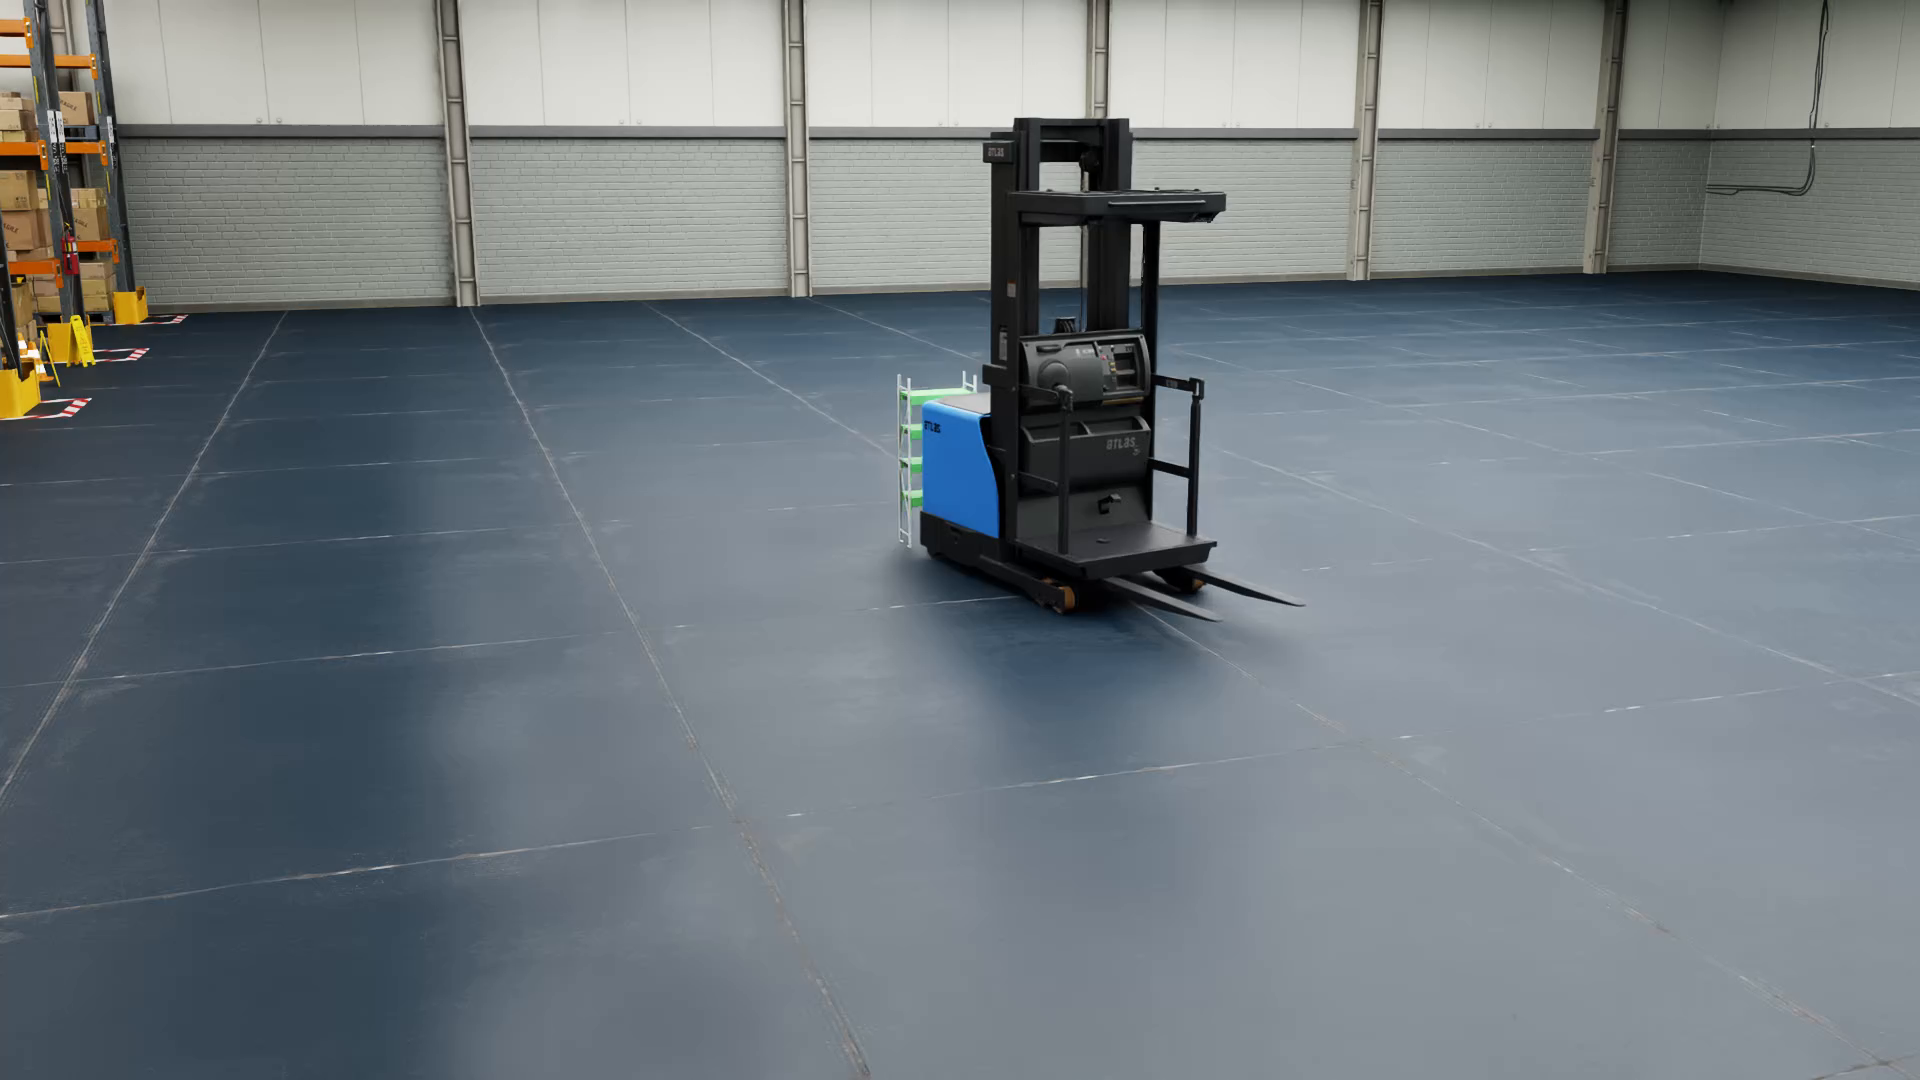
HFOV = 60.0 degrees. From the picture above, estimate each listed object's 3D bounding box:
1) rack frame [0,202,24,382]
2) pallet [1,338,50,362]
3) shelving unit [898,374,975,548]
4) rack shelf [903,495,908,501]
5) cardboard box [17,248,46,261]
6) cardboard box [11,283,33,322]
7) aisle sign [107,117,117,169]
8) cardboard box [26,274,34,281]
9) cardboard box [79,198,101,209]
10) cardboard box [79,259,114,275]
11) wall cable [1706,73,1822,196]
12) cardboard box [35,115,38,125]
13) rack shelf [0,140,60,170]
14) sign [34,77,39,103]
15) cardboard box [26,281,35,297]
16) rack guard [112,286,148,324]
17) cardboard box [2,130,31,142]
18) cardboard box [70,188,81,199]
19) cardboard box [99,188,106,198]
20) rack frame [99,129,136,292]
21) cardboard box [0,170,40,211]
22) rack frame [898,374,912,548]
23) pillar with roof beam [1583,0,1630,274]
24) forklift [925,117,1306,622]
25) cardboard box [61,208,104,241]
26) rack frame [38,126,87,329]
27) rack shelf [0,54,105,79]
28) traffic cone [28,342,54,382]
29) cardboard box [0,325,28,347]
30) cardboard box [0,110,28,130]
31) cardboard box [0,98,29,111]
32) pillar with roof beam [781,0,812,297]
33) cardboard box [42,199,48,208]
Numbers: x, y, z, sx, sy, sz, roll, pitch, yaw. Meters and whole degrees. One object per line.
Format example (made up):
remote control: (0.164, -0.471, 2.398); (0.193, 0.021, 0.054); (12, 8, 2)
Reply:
rack frame: (-10.171, -2.849, 17.478); (0.127, 3.000, 1.000); (-4, 14, -18)
pallet: (-12.699, -2.513, 22.090); (1.213, 0.211, 1.003); (-4, 14, -18)
shelving unit: (-0.167, -0.572, 11.793); (0.492, 1.200, 0.258); (-5, 14, -20)
rack shelf: (-0.162, -0.305, 11.859); (0.442, 0.029, 0.199); (-5, 14, -20)
cardboard box: (-12.132, -3.731, 21.727); (0.250, 0.149, 0.380); (-4, 14, -16)
cardboard box: (-12.721, -3.158, 22.190); (0.500, 0.500, 0.500); (-5, 14, -20)
aisle sign: (-13.276, -6.221, 26.035); (0.004, 0.787, 0.394); (-4, 14, -18)
cardboard box: (-14.727, -4.188, 25.980); (0.500, 0.250, 0.500); (-4, 14, -17)
cardboard box: (-13.672, -5.293, 26.134); (0.250, 0.149, 0.380); (-4, 14, -17)
cardboard box: (-13.948, -4.375, 26.766); (0.500, 0.250, 0.500); (-5, 14, -19)
wall cable: (17.267, -8.712, 35.870); (0.112, 2.526, 3.097); (-4, 14, -18)
cardboard box: (-14.121, -6.478, 25.671); (0.250, 0.149, 0.380); (-5, 14, -20)
rack shelf: (-13.741, -4.889, 21.126); (4.000, 0.370, 1.077); (-4, 14, -18)
sign: (-11.688, -5.694, 21.043); (0.005, 0.325, 0.100); (-4, 14, -18)
cardboard box: (-14.755, -3.944, 26.034); (0.500, 0.250, 0.500); (-5, 14, -19)
rack guard: (-13.410, -3.802, 26.883); (0.348, 0.500, 1.175); (-4, 14, -18)
cardboard box: (-12.095, -5.177, 21.324); (0.250, 0.149, 0.380); (-4, 14, -18)
cardboard box: (-13.929, -5.427, 26.055); (0.250, 0.149, 0.380); (-4, 14, -18)
cardboard box: (-13.819, -5.547, 26.558); (0.250, 0.149, 0.380); (-5, 14, -19)
rack frame: (-13.432, -5.016, 26.586); (0.127, 3.000, 1.000); (-4, 14, -18)
cardboard box: (-12.260, -4.522, 21.489); (0.500, 0.500, 0.700); (-5, 14, -19)
rack frame: (-0.391, -0.553, 11.713); (0.015, 1.200, 0.240); (-5, 14, -20)
pillar with roof beam: (15.427, -9.351, 31.846); (0.400, 9.000, 9.100); (-4, 14, -18)
forklift: (0.908, -1.103, 10.285); (1.121, 2.935, 3.031); (-8, 16, -30)
cardboard box: (-13.815, -4.971, 26.180); (0.500, 0.500, 0.500); (-5, 14, -19)
rack frame: (-11.846, -3.928, 22.011); (0.127, 3.000, 1.000); (-4, 14, -18)
rack shelf: (-15.328, -7.242, 25.401); (4.000, 0.370, 1.077); (-4, 14, -18)
traffic cone: (-11.166, -2.160, 20.064); (0.334, 0.463, 0.336); (-4, 14, -18)
cardboard box: (-12.549, -2.674, 21.774); (0.500, 0.250, 0.500); (-5, 14, -18)
cardboard box: (-12.245, -5.362, 21.239); (0.500, 0.250, 0.500); (-5, 14, -19)
cardboard box: (-12.072, -5.563, 21.223); (0.250, 0.149, 0.380); (-4, 14, -18)
pillar with roof beam: (-1.633, -8.022, 26.261); (0.400, 9.000, 9.100); (-4, 14, -18)
cardboard box: (-14.170, -5.262, 26.003); (0.250, 0.149, 0.380); (-4, 14, -17)
